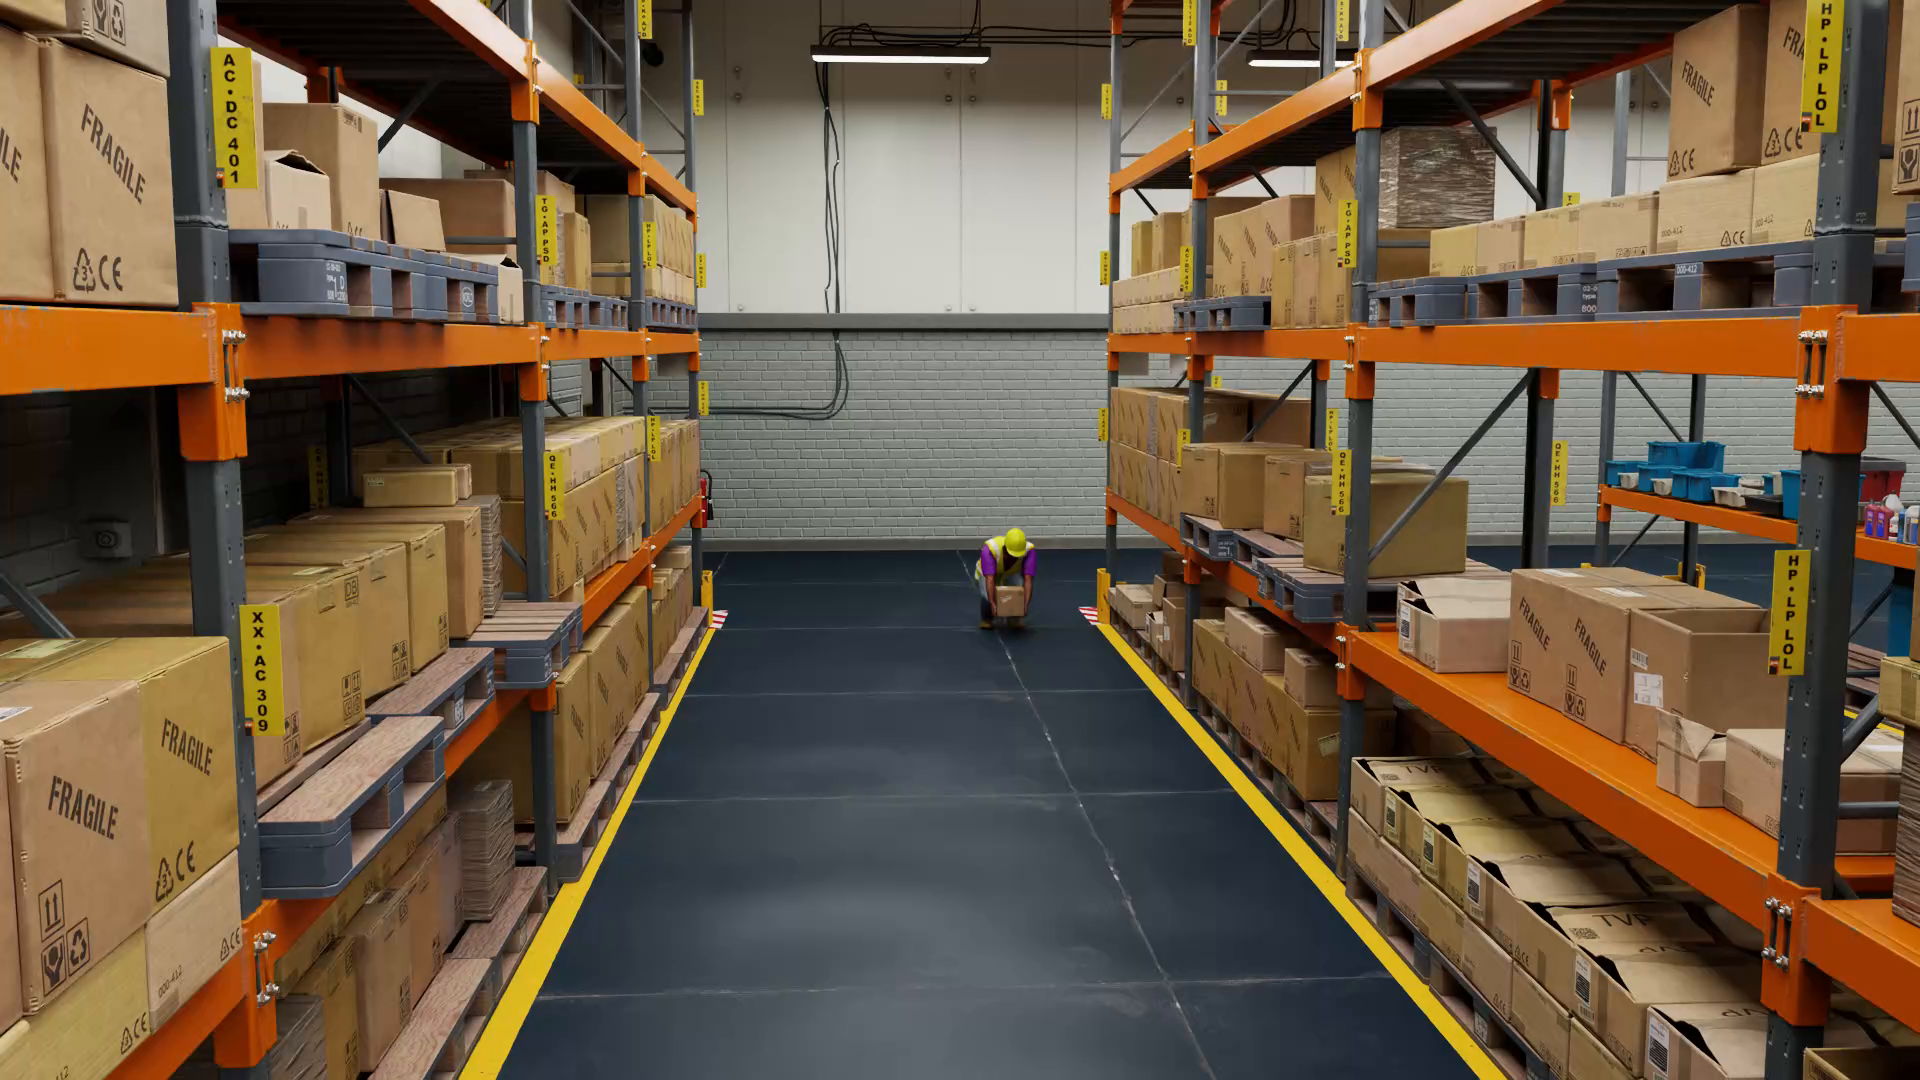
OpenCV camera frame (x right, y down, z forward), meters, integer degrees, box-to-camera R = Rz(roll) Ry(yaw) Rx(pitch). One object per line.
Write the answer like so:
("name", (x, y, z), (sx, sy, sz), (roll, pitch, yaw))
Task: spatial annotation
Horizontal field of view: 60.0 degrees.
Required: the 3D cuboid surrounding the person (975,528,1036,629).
("person", (0.449, 0.359, 15.857), (0.542, 1.011, 0.912), (-1, 7, -10))
